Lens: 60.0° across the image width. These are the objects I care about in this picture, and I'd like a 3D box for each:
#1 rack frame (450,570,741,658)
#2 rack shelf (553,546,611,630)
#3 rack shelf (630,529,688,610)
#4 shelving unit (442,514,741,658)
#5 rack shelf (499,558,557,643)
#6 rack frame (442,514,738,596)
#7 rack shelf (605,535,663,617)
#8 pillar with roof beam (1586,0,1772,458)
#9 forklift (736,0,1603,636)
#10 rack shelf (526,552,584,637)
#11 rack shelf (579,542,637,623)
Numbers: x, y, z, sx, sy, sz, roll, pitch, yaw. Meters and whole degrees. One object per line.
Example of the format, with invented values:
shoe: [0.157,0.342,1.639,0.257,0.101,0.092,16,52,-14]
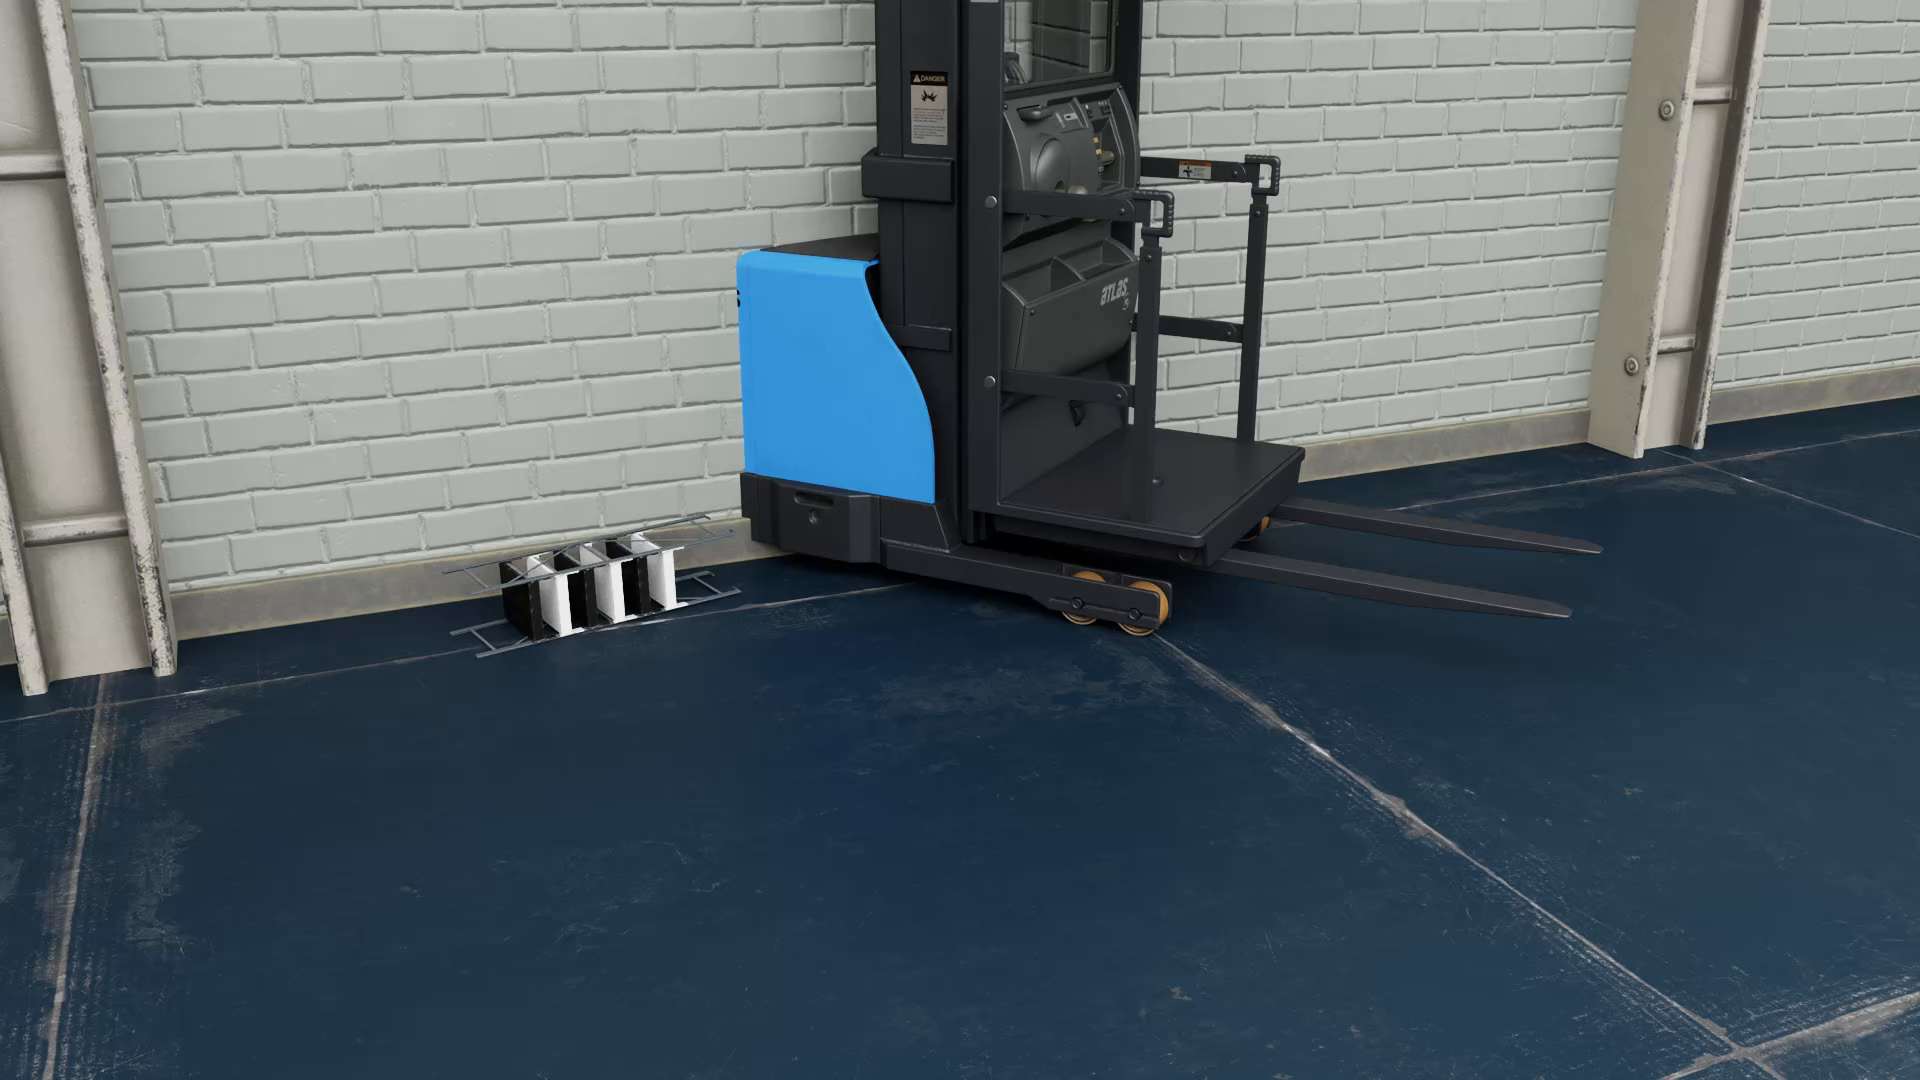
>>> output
rack frame: [-1.159,0.230,5.346,0.900,0.006,0.240,-14,24,-33]
rack shelf: [-1.205,0.146,5.281,0.077,0.200,0.258,-14,24,-33]
rack shelf: [-0.987,0.091,5.429,0.077,0.200,0.258,-14,24,-33]
shelving unit: [-1.159,0.135,5.312,0.900,0.210,0.258,-14,24,-33]
rack shelf: [-1.351,0.183,5.181,0.077,0.200,0.258,-14,24,-33]
rack frame: [-1.160,0.039,5.278,0.900,0.006,0.240,-14,24,-33]
rack shelf: [-1.059,0.110,5.380,0.077,0.200,0.258,-14,24,-33]
pillar with roof beam: [4.660,-3.347,1.980,0.400,9.000,9.100,-8,21,-22]
forklift: [0.550,-1.286,5.260,3.031,2.935,1.130,10,22,26]
rack shelf: [-1.278,0.164,5.231,0.077,0.200,0.258,-14,24,-33]
rack shelf: [-1.132,0.128,5.330,0.077,0.200,0.258,-14,24,-33]
